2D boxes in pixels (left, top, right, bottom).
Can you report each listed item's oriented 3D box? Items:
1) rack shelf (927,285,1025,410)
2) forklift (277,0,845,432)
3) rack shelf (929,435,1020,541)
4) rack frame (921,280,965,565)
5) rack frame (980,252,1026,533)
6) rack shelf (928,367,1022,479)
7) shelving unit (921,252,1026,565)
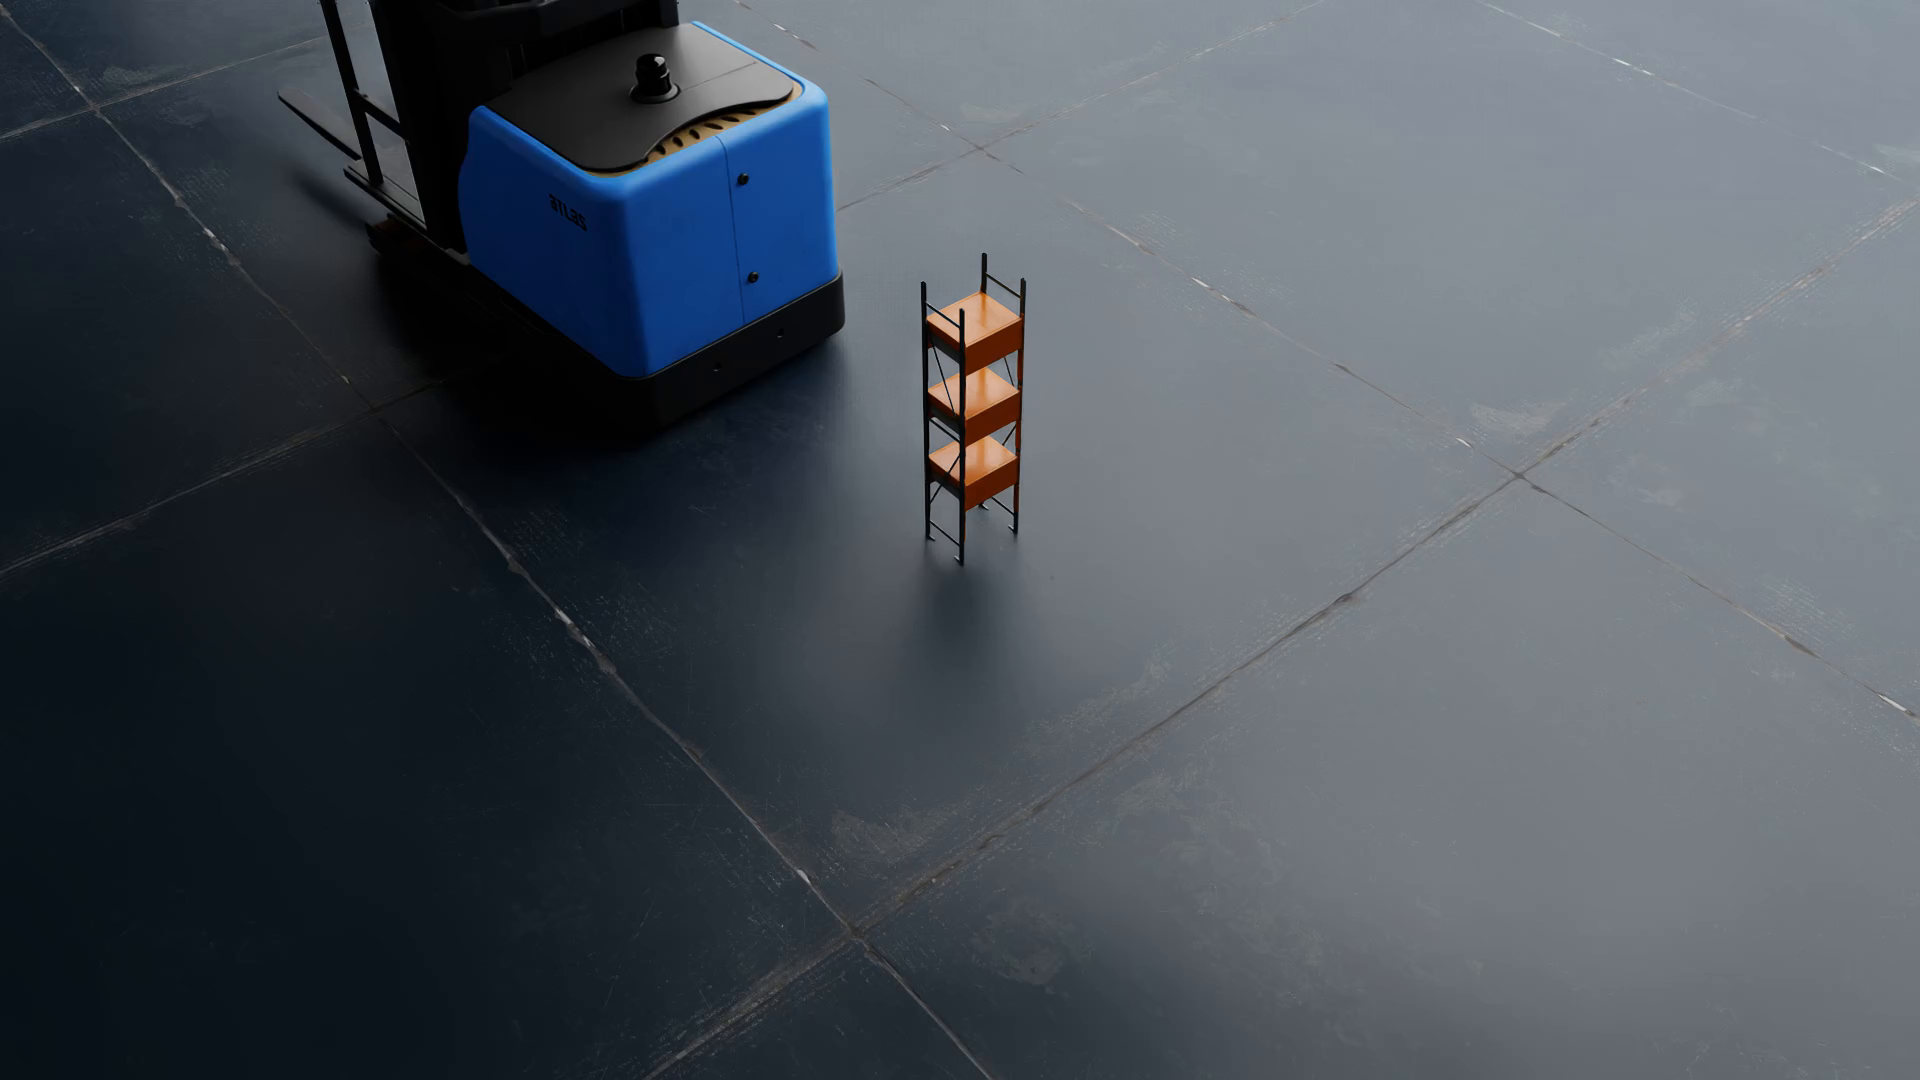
[{"bbox_3d":[0.041,-0.605,5.229,0.240,0.259,0.215,-30,51,-28],"label":"rack shelf"},{"bbox_3d":[-1.837,-2.373,6.136,1.130,2.935,3.031,-33,53,-30],"label":"forklift"},{"bbox_3d":[0.041,-0.196,5.613,0.240,0.259,0.215,-30,51,-28],"label":"rack shelf"},{"bbox_3d":[-0.053,-0.353,5.359,0.008,1.050,0.200,-30,51,-28],"label":"rack frame"},{"bbox_3d":[0.135,-0.460,5.473,0.008,1.050,0.200,-30,51,-28],"label":"rack frame"},{"bbox_3d":[0.041,-0.398,5.423,0.240,0.259,0.215,-30,51,-28],"label":"rack shelf"},{"bbox_3d":[0.041,-0.406,5.416,0.252,1.050,0.215,-30,51,-28],"label":"shelving unit"}]
